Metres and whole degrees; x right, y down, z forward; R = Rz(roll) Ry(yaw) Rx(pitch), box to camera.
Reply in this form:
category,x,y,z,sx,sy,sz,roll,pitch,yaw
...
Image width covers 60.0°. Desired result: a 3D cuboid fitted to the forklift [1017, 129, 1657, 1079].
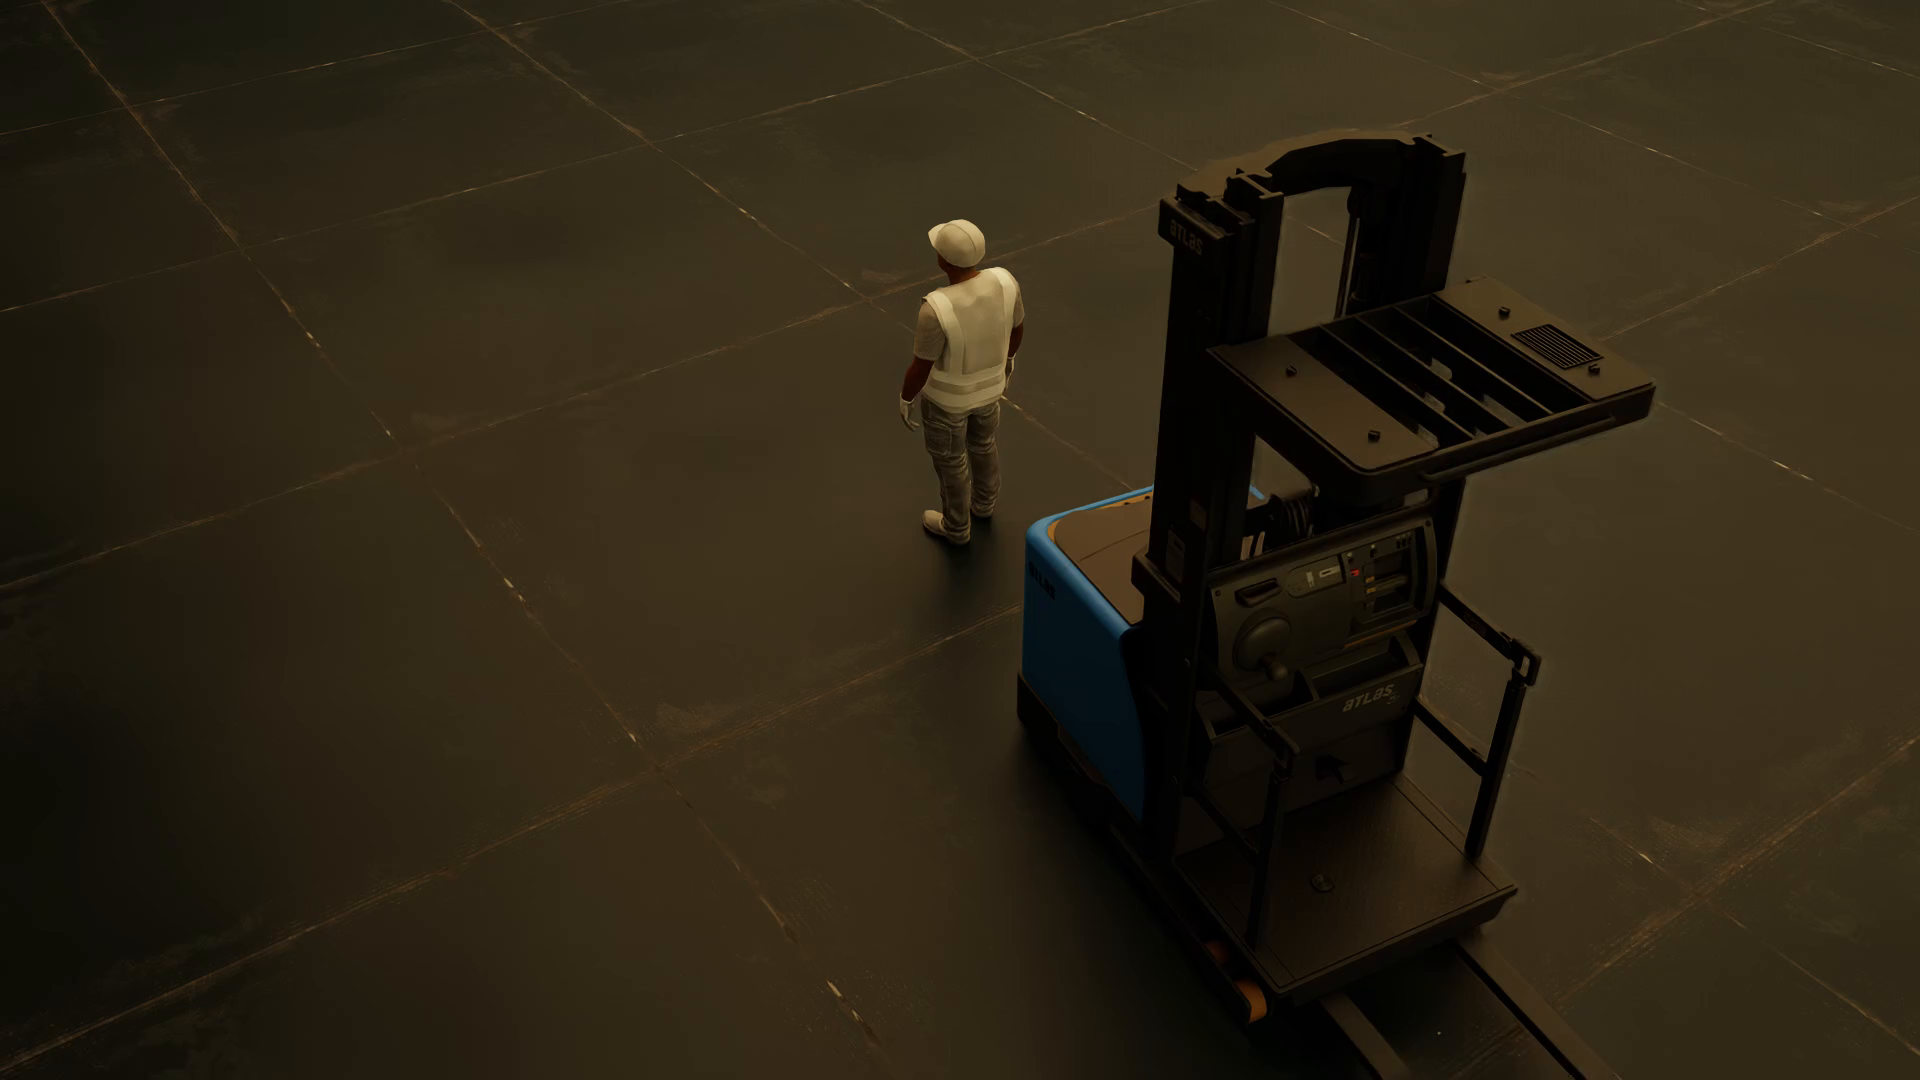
category,x,y,z,sx,sy,sz,roll,pitch,yaw
forklift,1.358,0.270,5.580,1.130,2.935,3.031,-17,40,-21

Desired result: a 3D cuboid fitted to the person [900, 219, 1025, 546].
category,x,y,z,sx,sy,sz,roll,pitch,yaw
person,-0.035,-0.761,7.927,0.657,1.785,0.575,-23,42,-28
